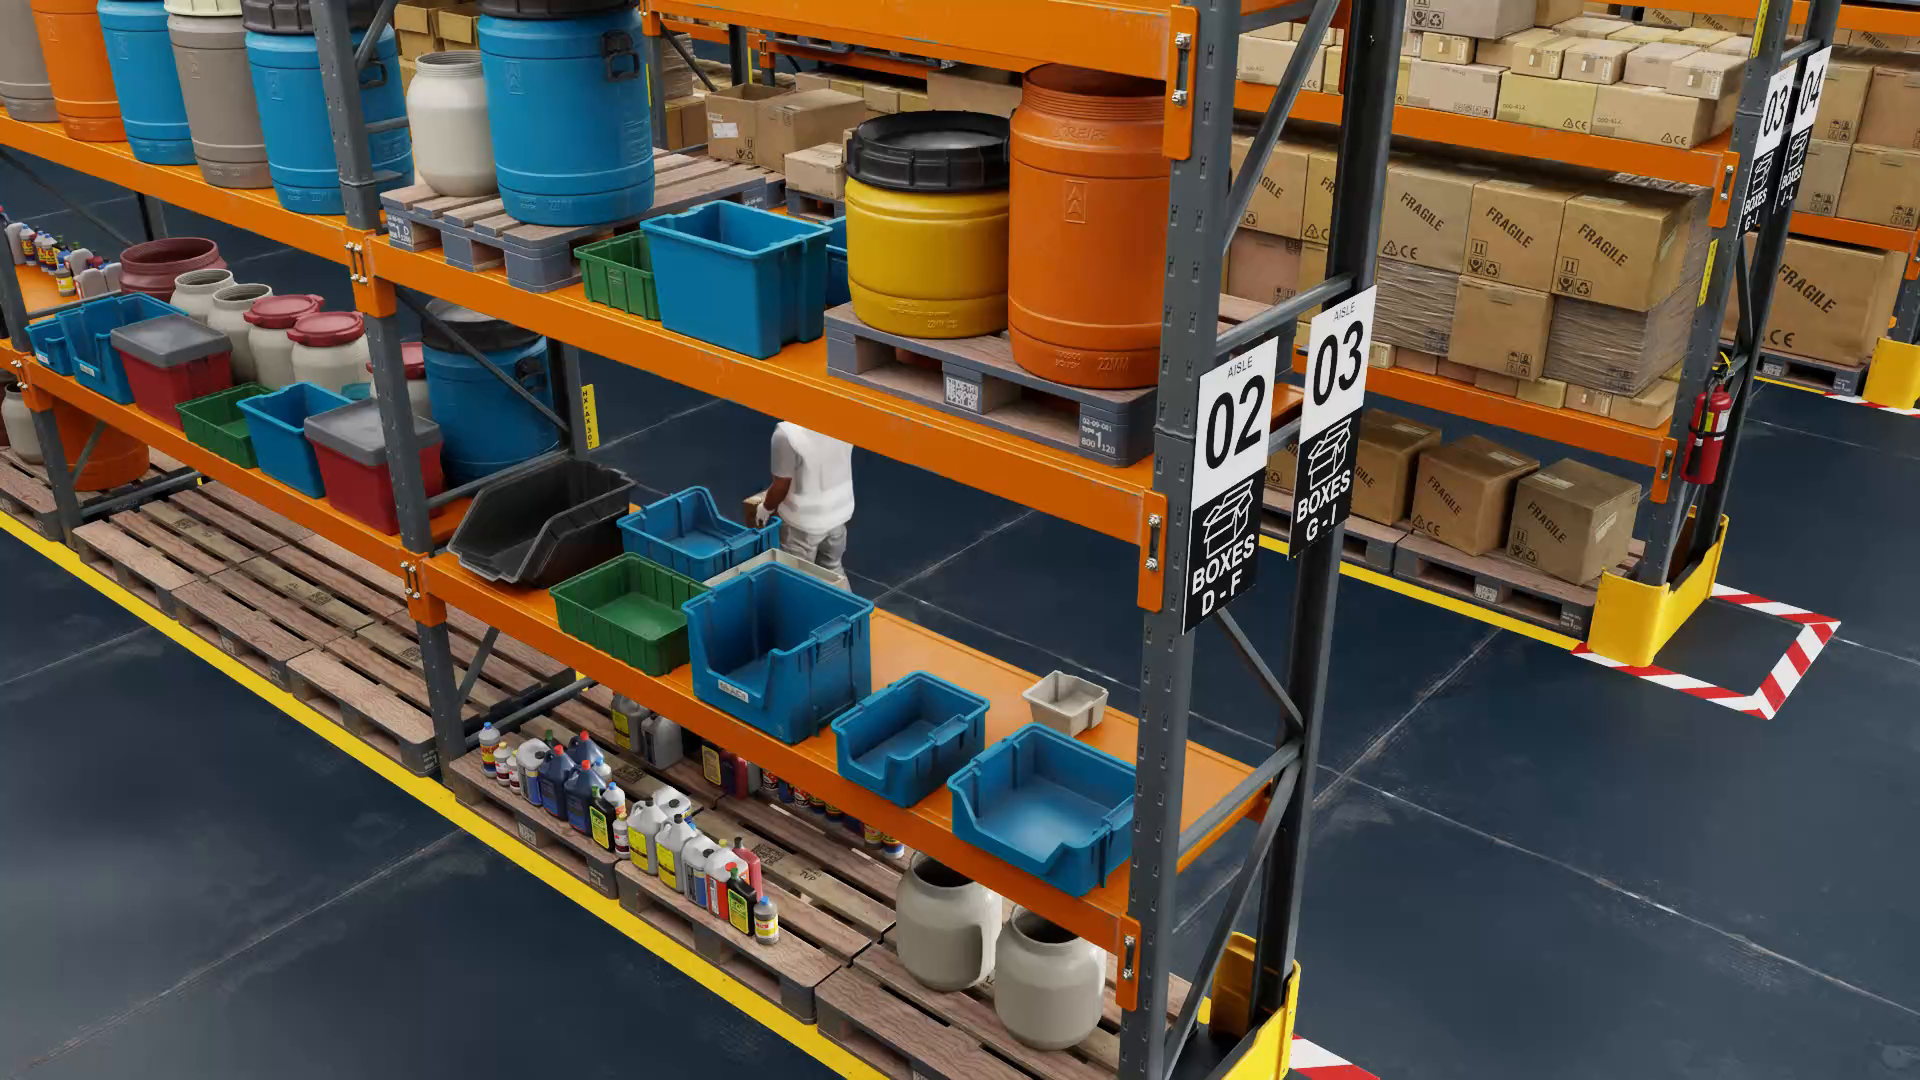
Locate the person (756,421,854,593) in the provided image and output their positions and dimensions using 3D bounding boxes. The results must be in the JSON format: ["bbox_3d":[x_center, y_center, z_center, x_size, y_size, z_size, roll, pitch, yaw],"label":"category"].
[{"bbox_3d":[-0.814,-0.155,8.897,0.456,1.784,0.558,20,33,34],"label":"person"}]
